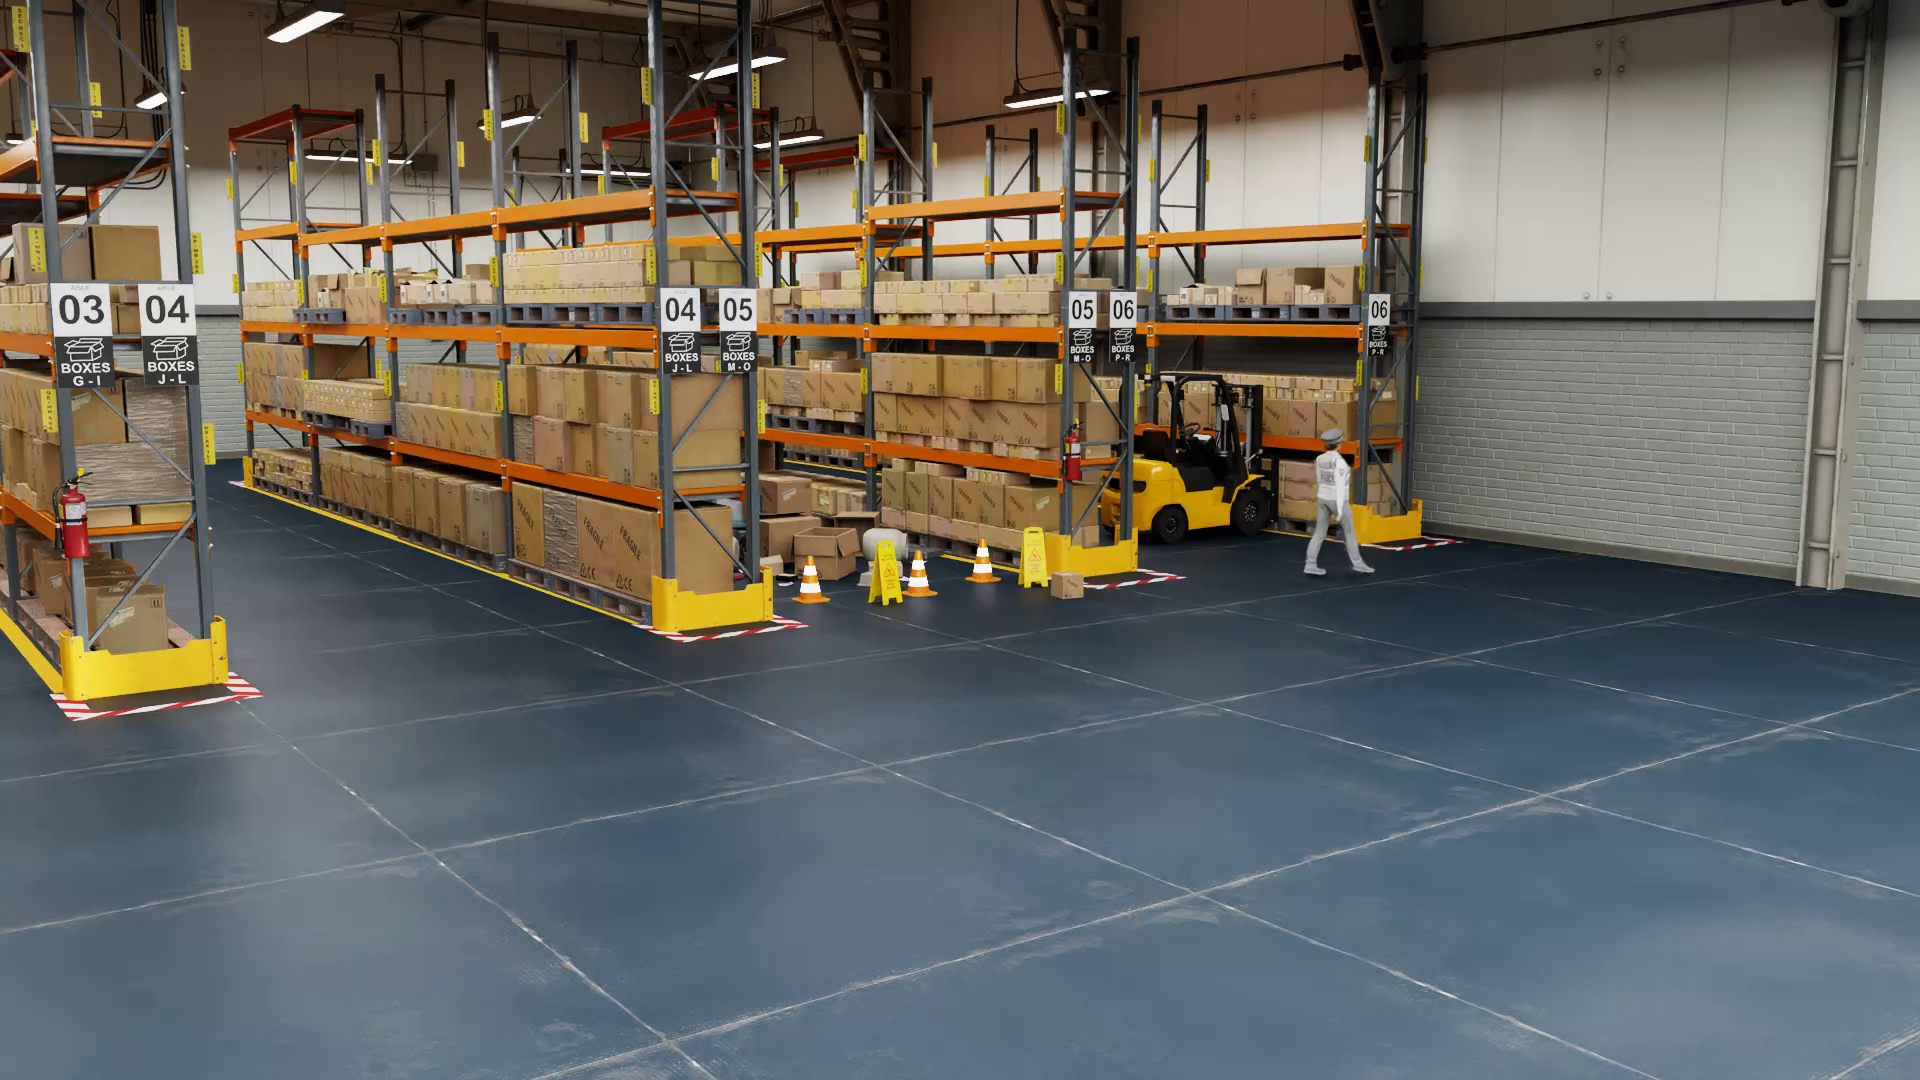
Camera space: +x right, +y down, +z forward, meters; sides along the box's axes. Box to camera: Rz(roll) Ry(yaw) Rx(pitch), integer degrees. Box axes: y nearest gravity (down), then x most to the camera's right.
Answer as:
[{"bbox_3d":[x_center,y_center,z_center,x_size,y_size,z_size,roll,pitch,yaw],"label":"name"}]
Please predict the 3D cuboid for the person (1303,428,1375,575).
[{"bbox_3d":[4.287,-0.443,18.820,0.879,1.653,0.518,-5,9,-32],"label":"person"}]
